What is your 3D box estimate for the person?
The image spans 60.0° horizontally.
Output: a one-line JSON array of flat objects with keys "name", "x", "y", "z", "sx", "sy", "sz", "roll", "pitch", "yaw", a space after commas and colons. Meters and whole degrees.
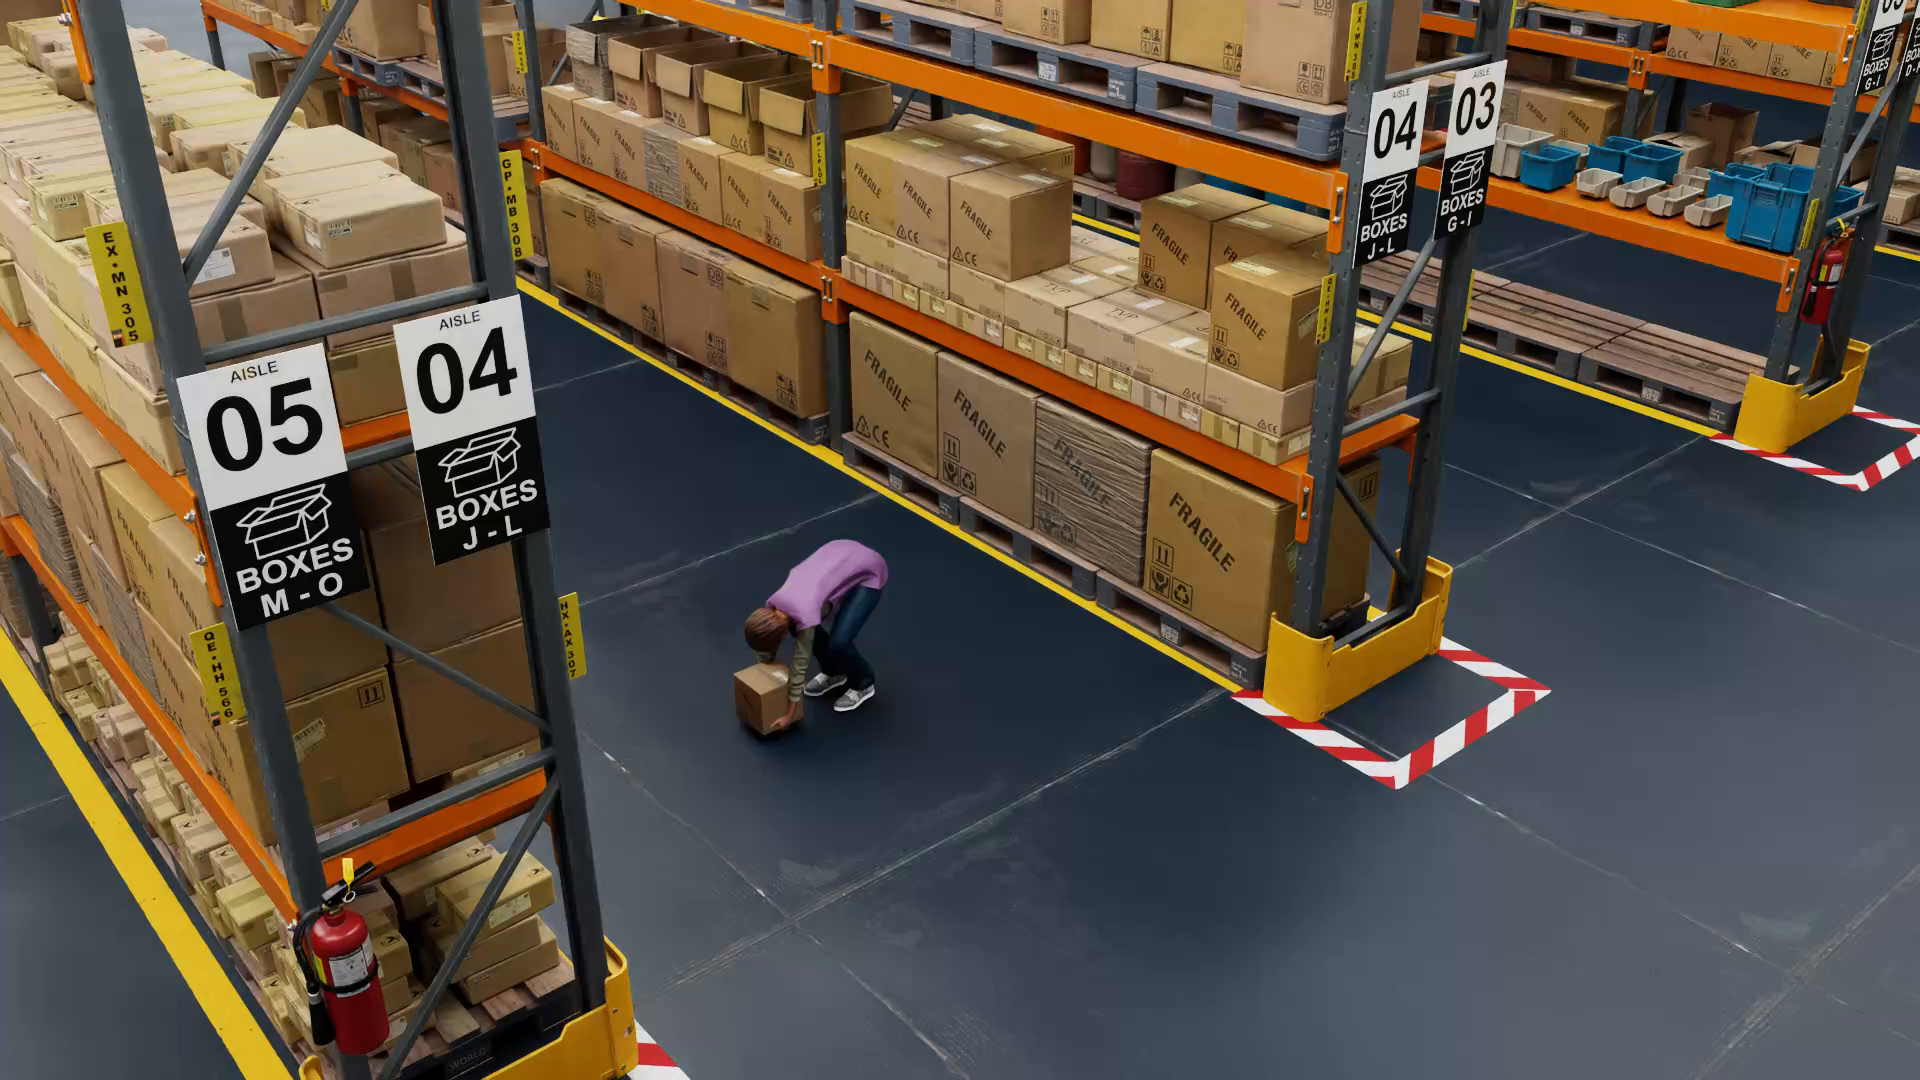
[{"name": "person", "x": -0.746, "y": 0.460, "z": 8.482, "sx": 0.863, "sy": 0.936, "sz": 0.410, "roll": -24, "pitch": 37, "yaw": -37}]
